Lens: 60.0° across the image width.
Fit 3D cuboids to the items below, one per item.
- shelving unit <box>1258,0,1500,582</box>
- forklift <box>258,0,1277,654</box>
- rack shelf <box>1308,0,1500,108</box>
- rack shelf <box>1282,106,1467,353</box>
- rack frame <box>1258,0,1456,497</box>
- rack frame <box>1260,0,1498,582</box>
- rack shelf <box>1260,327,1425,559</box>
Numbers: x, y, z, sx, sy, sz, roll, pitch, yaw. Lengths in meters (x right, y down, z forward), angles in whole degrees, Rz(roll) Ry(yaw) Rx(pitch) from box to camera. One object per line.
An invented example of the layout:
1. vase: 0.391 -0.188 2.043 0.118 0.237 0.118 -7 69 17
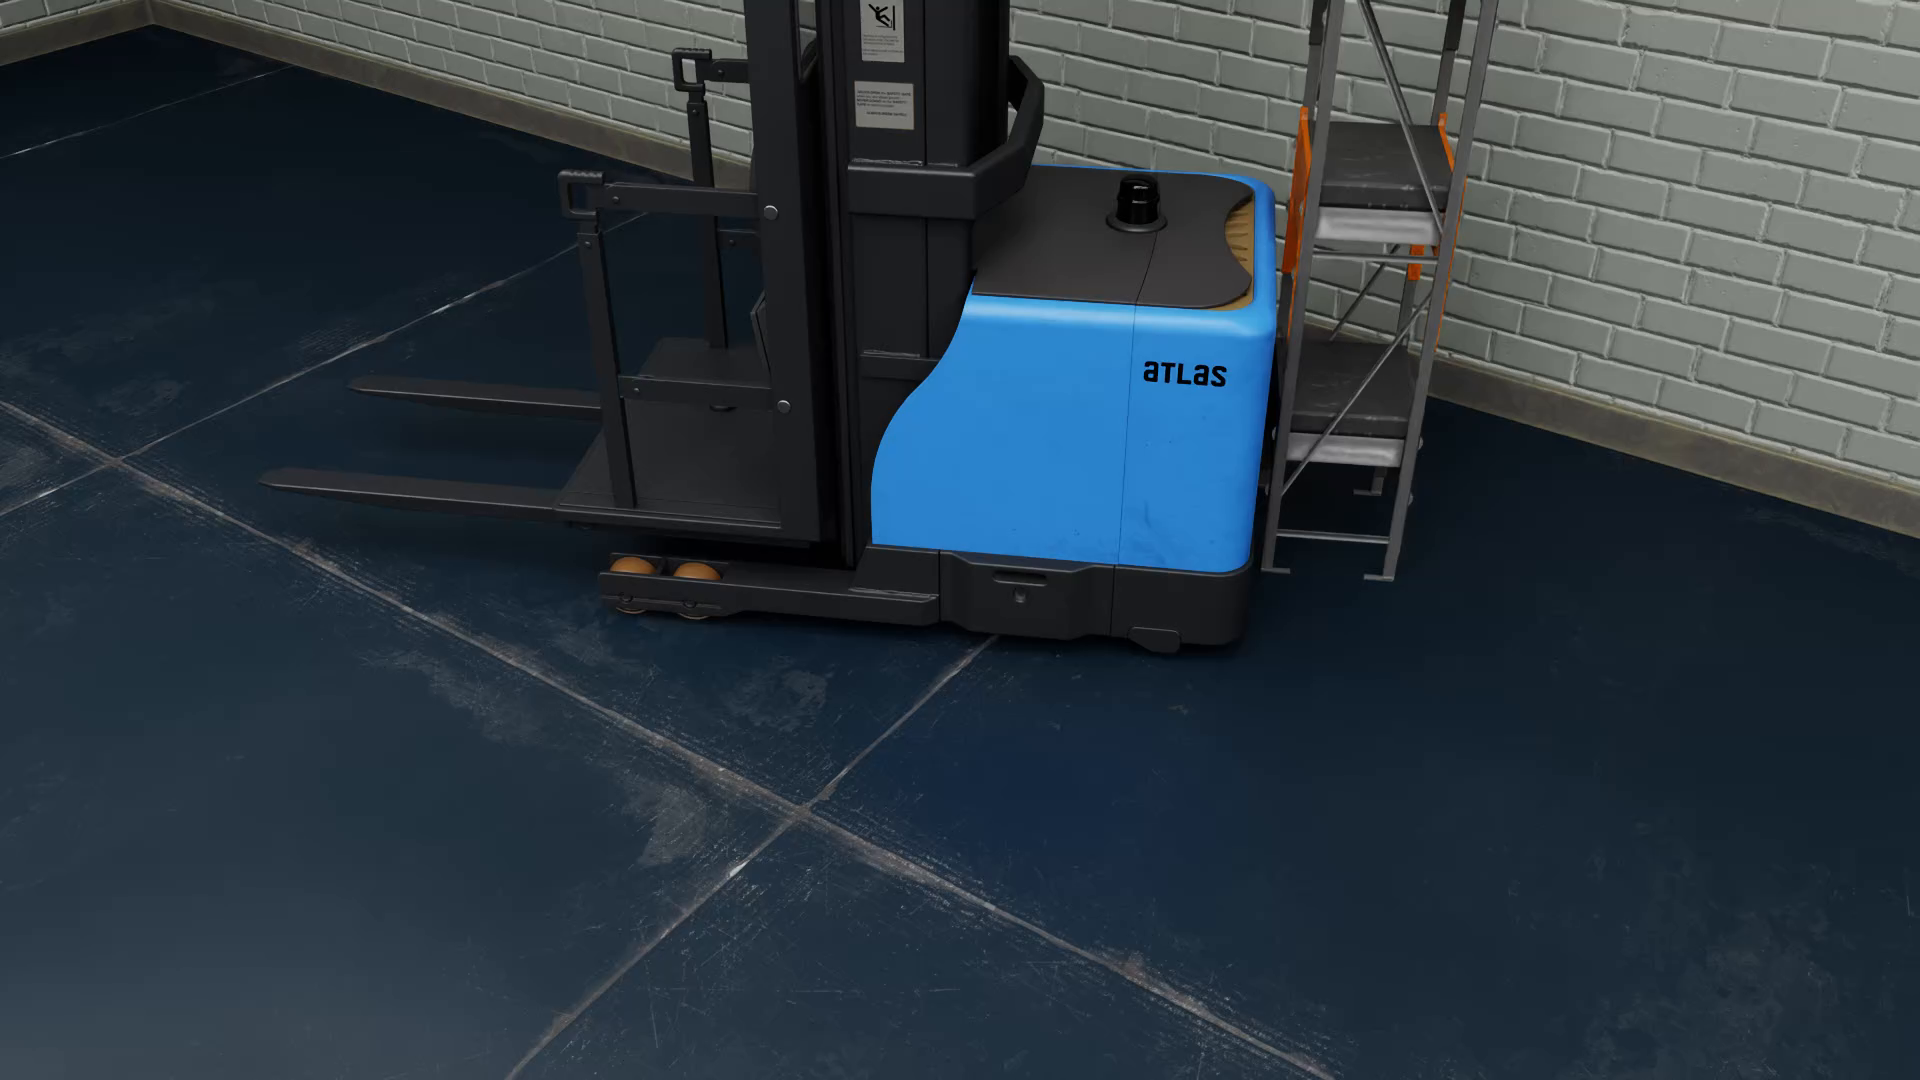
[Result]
1. shelving unit: 1.153 -0.896 4.700 0.431 2.100 0.503 4 34 6
2. forklift: -0.618 -1.267 4.507 3.031 2.935 1.130 5 34 7
3. rack shelf: 1.153 -1.464 4.316 0.431 0.518 0.480 4 34 6
4. rack shelf: 1.153 -0.884 4.708 0.431 0.518 0.480 4 34 6
5. rack frame: 1.185 -1.031 4.900 0.400 2.100 0.015 4 34 6
6. rack frame: 1.121 -0.760 4.500 0.400 2.100 0.015 4 34 6
7. rack shelf: 1.153 -0.304 5.100 0.431 0.518 0.480 4 34 6
